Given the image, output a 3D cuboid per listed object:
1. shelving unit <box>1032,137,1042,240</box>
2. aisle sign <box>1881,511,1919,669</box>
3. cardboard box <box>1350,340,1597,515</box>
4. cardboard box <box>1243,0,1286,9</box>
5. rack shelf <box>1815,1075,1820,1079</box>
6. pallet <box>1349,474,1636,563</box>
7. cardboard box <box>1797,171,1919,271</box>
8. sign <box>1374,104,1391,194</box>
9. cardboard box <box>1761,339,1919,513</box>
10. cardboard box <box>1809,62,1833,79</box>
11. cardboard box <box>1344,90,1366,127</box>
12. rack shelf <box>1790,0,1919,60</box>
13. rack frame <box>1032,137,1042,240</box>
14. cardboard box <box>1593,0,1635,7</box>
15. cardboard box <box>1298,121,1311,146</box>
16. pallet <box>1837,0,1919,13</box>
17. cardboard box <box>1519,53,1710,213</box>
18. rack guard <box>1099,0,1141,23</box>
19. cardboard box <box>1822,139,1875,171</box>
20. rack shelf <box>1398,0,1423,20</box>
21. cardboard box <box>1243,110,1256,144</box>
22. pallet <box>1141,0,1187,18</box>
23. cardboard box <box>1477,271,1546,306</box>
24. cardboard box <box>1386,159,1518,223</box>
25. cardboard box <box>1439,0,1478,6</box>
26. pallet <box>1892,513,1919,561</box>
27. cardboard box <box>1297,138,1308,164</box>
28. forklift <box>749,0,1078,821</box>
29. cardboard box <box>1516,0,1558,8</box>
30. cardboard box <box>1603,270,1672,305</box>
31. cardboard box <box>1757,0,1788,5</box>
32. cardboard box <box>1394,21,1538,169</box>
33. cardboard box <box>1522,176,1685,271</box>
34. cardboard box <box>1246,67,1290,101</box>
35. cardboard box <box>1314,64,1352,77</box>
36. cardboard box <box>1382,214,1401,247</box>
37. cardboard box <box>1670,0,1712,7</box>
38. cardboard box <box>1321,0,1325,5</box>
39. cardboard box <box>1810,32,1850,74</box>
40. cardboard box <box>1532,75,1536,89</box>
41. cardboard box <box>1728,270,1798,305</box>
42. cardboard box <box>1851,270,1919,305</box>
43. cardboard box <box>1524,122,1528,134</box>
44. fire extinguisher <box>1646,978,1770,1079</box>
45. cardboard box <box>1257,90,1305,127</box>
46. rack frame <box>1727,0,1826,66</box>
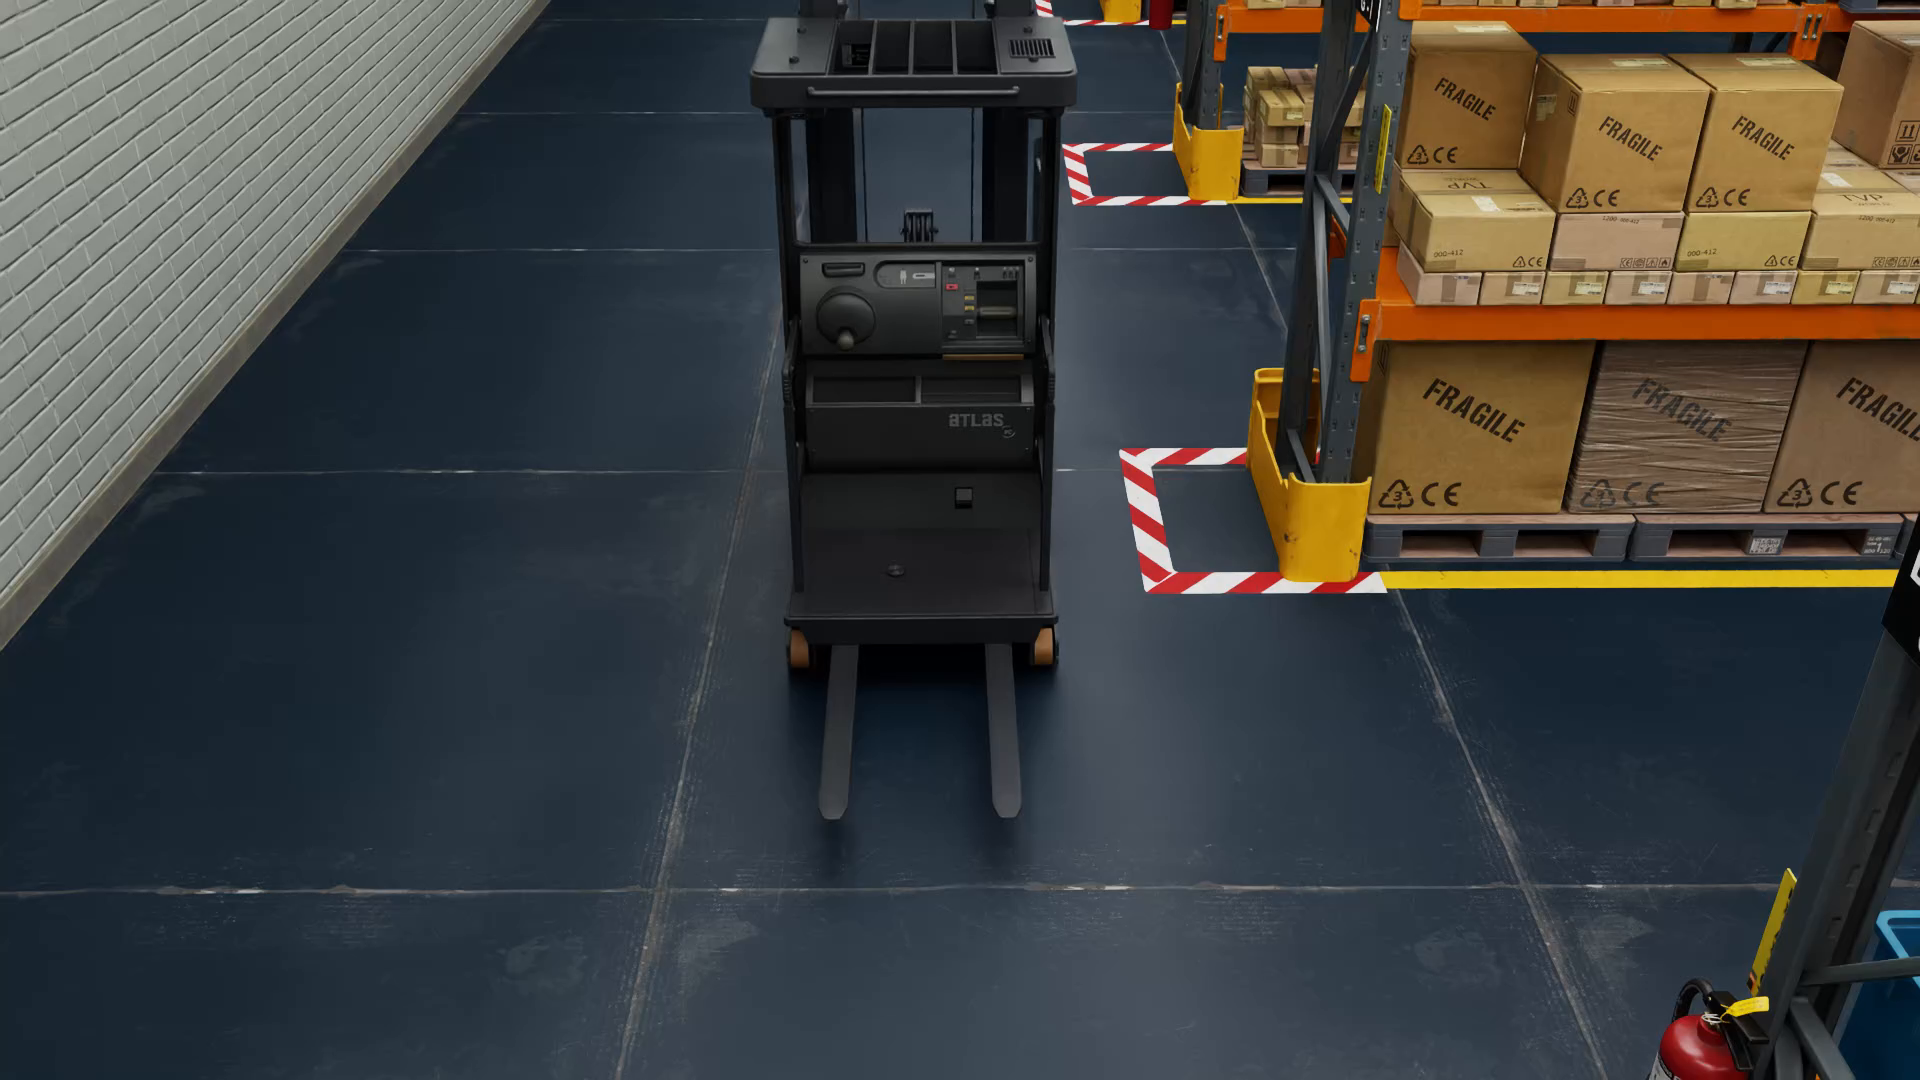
[{"bbox_3d":[-0.133,-1.193,8.270,1.048,1.500,0.538,1,31,1],"label":"shelving unit"},{"bbox_3d":[1.595,-0.091,2.502,0.004,0.787,0.394,0,31,0],"label":"aisle sign"},{"bbox_3d":[2.278,-0.712,7.674,0.875,0.875,0.875,0,31,0],"label":"cardboard box"},{"bbox_3d":[2.035,-3.694,11.188,0.250,0.149,0.380,0,31,-1],"label":"cardboard box"},{"bbox_3d":[3.668,1.474,3.123,4.000,0.370,1.077,0,31,0],"label":"rack shelf"},{"bbox_3d":[2.437,-0.248,7.955,1.213,0.211,1.003,0,31,0],"label":"pallet"},{"bbox_3d":[3.664,-1.330,6.909,0.500,0.250,0.500,-1,31,-1],"label":"cardboard box"},{"bbox_3d":[1.636,-1.513,6.441,0.005,0.325,0.100,0,31,0],"label":"sign"},{"bbox_3d":[4.078,-0.717,7.684,0.875,0.875,0.875,0,31,0],"label":"cardboard box"},{"bbox_3d":[6.448,-3.226,12.181,0.500,0.500,0.500,-1,31,-1],"label":"cardboard box"},{"bbox_3d":[2.763,-3.008,11.586,0.250,0.149,0.380,0,31,0],"label":"cardboard box"},{"bbox_3d":[7.709,-3.681,11.619,4.000,0.370,1.077,0,31,0],"label":"rack shelf"},{"bbox_3d":[0.375,-1.188,8.262,0.032,1.500,0.500,1,31,1],"label":"rack frame"},{"bbox_3d":[4.371,-3.721,11.234,0.250,0.149,0.380,-1,31,-2],"label":"cardboard box"},{"bbox_3d":[2.509,-2.898,11.691,0.250,0.149,0.380,0,31,-1],"label":"cardboard box"},{"bbox_3d":[6.475,-3.827,11.351,1.213,0.211,1.003,0,31,0],"label":"pallet"},{"bbox_3d":[2.620,-1.644,6.702,0.500,0.500,0.500,-1,31,-1],"label":"cardboard box"},{"bbox_3d":[1.555,-5.469,16.281,0.348,0.500,1.175,0,31,0],"label":"rack guard"},{"bbox_3d":[3.658,-1.606,7.363,0.500,0.250,0.500,0,31,0],"label":"cardboard box"},{"bbox_3d":[3.638,-2.378,6.579,4.000,0.370,1.077,0,31,0],"label":"rack shelf"},{"bbox_3d":[2.235,-3.040,12.213,0.250,0.149,0.380,0,31,1],"label":"cardboard box"},{"bbox_3d":[2.378,-5.388,16.427,1.213,0.211,1.003,0,31,0],"label":"pallet"},{"bbox_3d":[2.252,-1.121,6.948,0.250,0.149,0.380,-1,31,-1],"label":"cardboard box"},{"bbox_3d":[2.121,-1.599,7.352,0.500,0.250,0.500,-1,31,-1],"label":"cardboard box"},{"bbox_3d":[3.336,-3.735,11.256,0.250,0.149,0.380,-1,31,-1],"label":"cardboard box"},{"bbox_3d":[4.877,-0.255,7.967,1.213,0.211,1.003,0,31,0],"label":"pallet"},{"bbox_3d":[2.497,-2.810,11.832,0.250,0.149,0.380,0,31,0],"label":"cardboard box"},{"bbox_3d":[-0.159,-0.887,6.387,1.130,2.935,3.031,0,31,-1],"label":"forklift"},{"bbox_3d":[3.862,-3.711,11.216,0.250,0.149,0.380,0,31,1],"label":"cardboard box"},{"bbox_3d":[2.769,-1.123,6.952,0.250,0.149,0.380,-1,31,-1],"label":"cardboard box"},{"bbox_3d":[5.425,-3.753,11.286,0.250,0.149,0.380,-1,31,-1],"label":"cardboard box"},{"bbox_3d":[2.124,-1.918,7.155,0.500,0.500,0.500,0,31,0],"label":"cardboard box"},{"bbox_3d":[2.640,-1.326,6.902,0.500,0.250,0.500,-1,31,-1],"label":"cardboard box"},{"bbox_3d":[2.237,-3.318,12.097,0.250,0.149,0.380,0,31,0],"label":"cardboard box"},{"bbox_3d":[2.747,-3.356,12.159,0.250,0.149,0.380,-1,31,-1],"label":"cardboard box"},{"bbox_3d":[1.993,-1.461,7.509,0.250,0.149,0.380,0,31,1],"label":"cardboard box"},{"bbox_3d":[4.901,-3.726,11.241,0.250,0.149,0.380,1,31,2],"label":"cardboard box"},{"bbox_3d":[2.559,-3.689,11.180,0.250,0.149,0.380,-1,31,-2],"label":"cardboard box"},{"bbox_3d":[6.453,-3.547,11.987,0.500,0.250,0.500,-1,31,-2],"label":"cardboard box"},{"bbox_3d":[4.048,-3.293,12.055,0.250,0.149,0.380,-1,31,-2],"label":"cardboard box"},{"bbox_3d":[3.281,-1.125,6.954,0.250,0.149,0.380,0,31,-1],"label":"cardboard box"},{"bbox_3d":[3.796,-1.127,6.957,0.250,0.149,0.380,0,31,1],"label":"cardboard box"},{"bbox_3d":[4.084,-2.936,11.754,0.250,0.149,0.380,-2,31,-3],"label":"cardboard box"},{"bbox_3d":[1.515,1.130,3.431,0.183,0.674,0.296,0,31,0],"label":"fire extinguisher"},{"bbox_3d":[2.236,-3.010,11.590,0.250,0.149,0.380,-2,31,-3],"label":"cardboard box"},{"bbox_3d":[5.709,-3.982,11.422,0.127,3.000,1.000,0,31,0],"label":"rack frame"}]
